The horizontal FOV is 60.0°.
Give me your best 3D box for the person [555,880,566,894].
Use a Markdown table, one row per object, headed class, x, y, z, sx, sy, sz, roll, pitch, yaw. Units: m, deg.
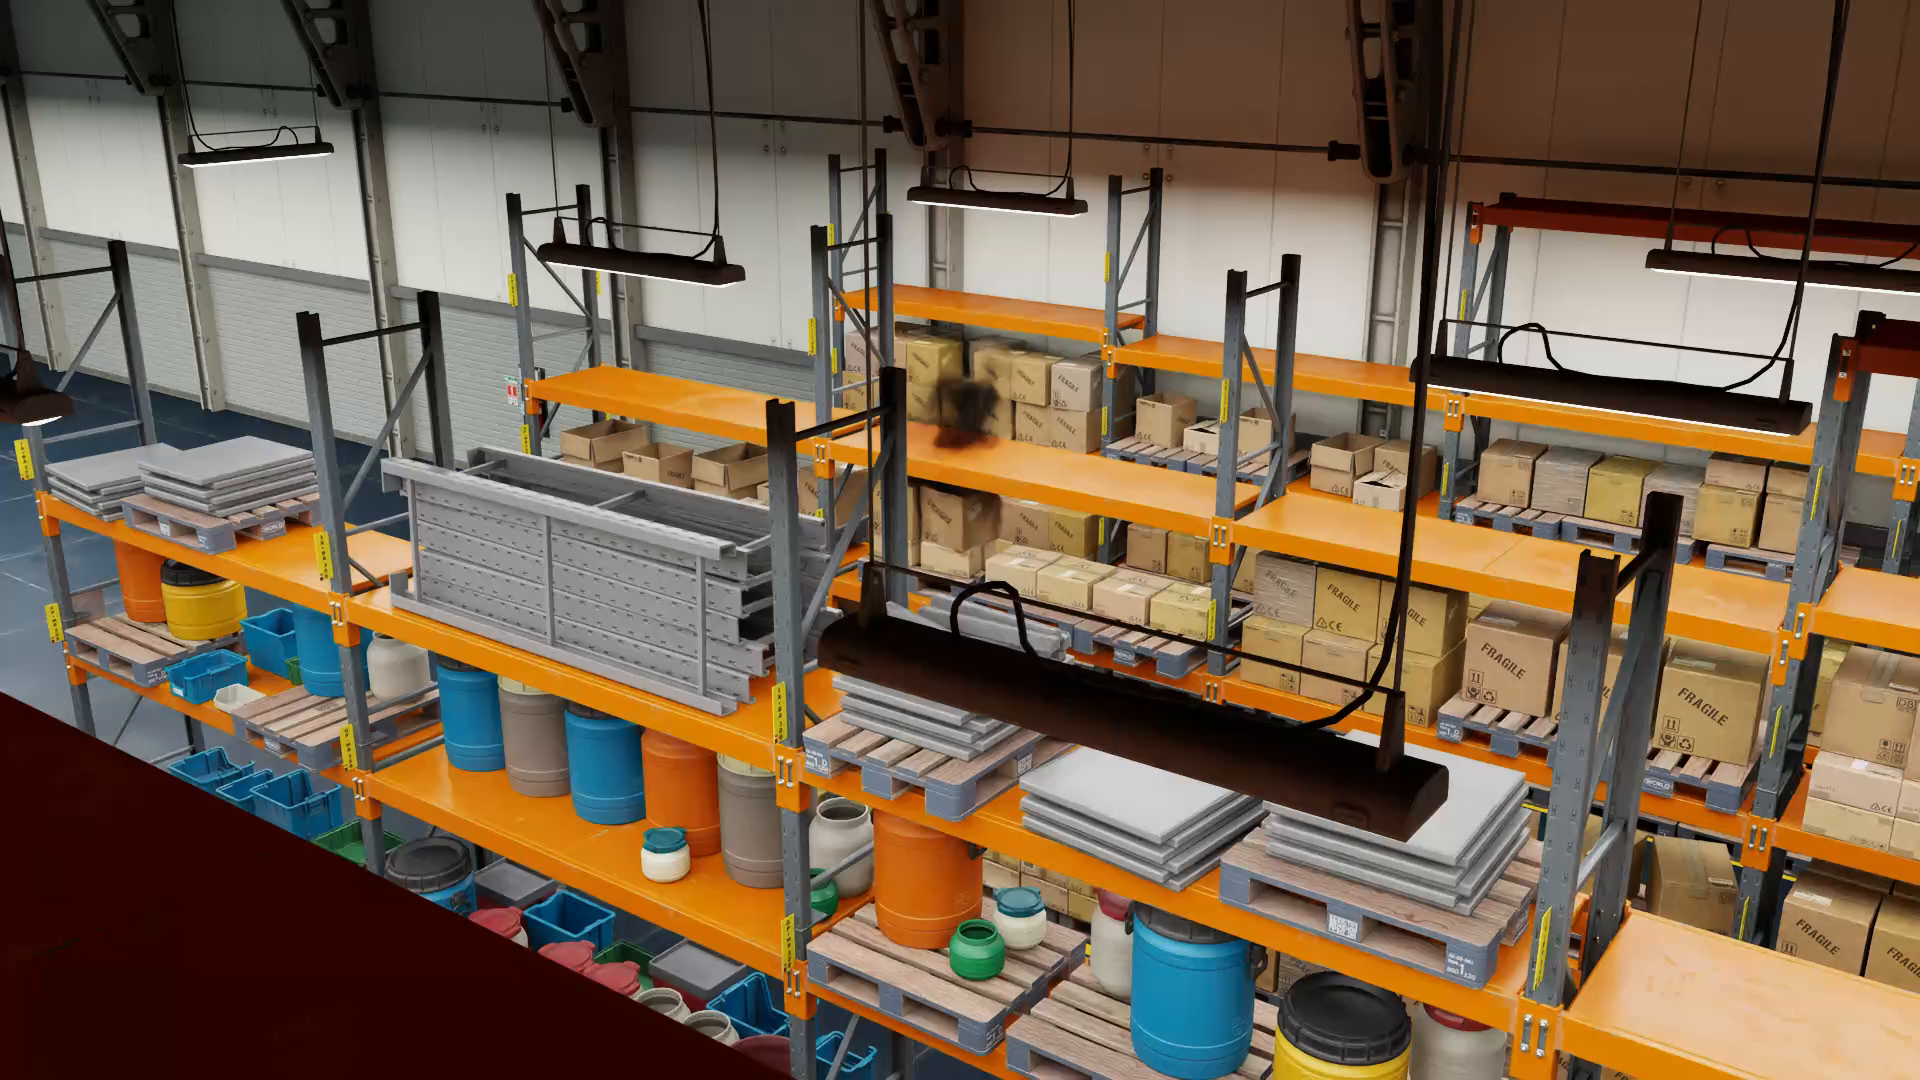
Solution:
| class | x | y | z | sx | sy | sz | roll | pitch | yaw |
| --- | --- | --- | --- | --- | --- | --- | --- | --- | --- |
| person | -3.452 | 2.656 | 14.453 | 0.647 | 1.724 | 0.661 | 8 | 20 | 23 |
